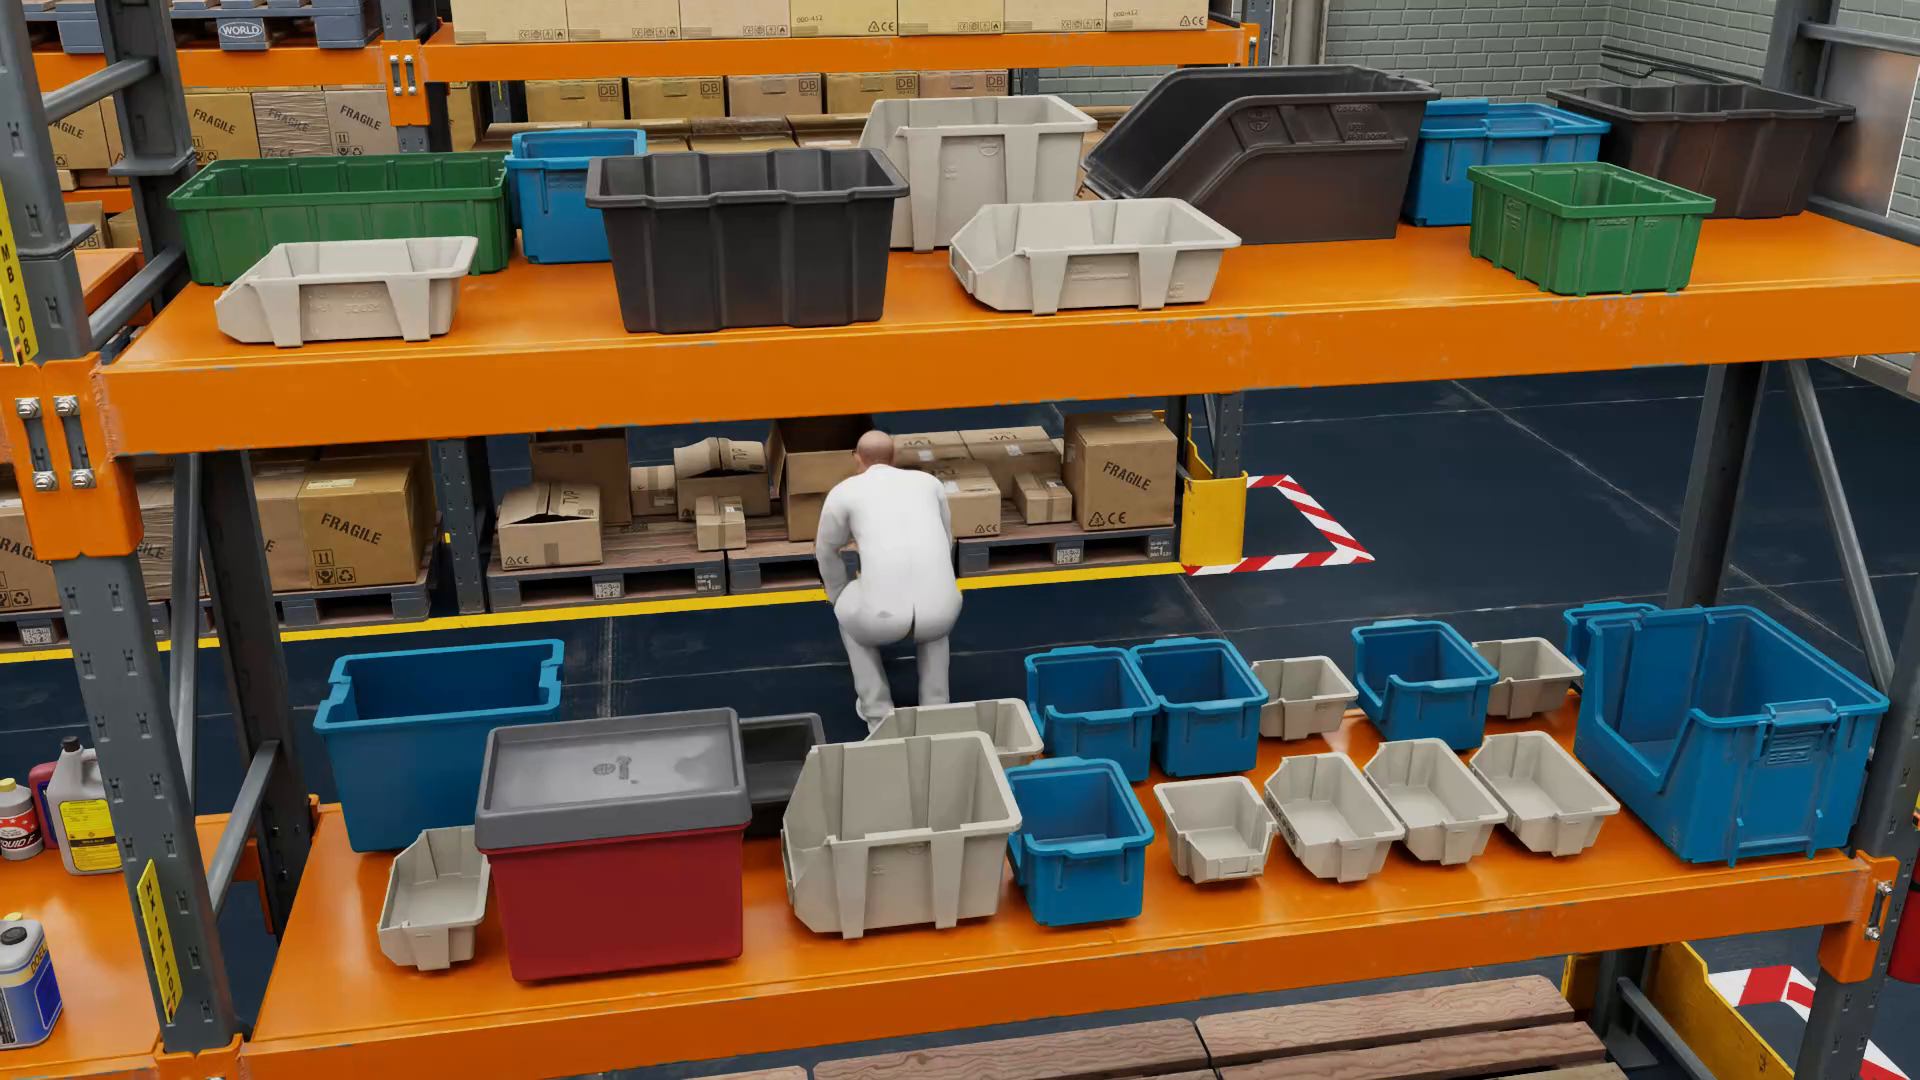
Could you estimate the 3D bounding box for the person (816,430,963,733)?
[{"bbox_3d":[-0.299,0.206,7.310,0.631,1.249,0.797,-4,23,-10],"label":"person"}]
